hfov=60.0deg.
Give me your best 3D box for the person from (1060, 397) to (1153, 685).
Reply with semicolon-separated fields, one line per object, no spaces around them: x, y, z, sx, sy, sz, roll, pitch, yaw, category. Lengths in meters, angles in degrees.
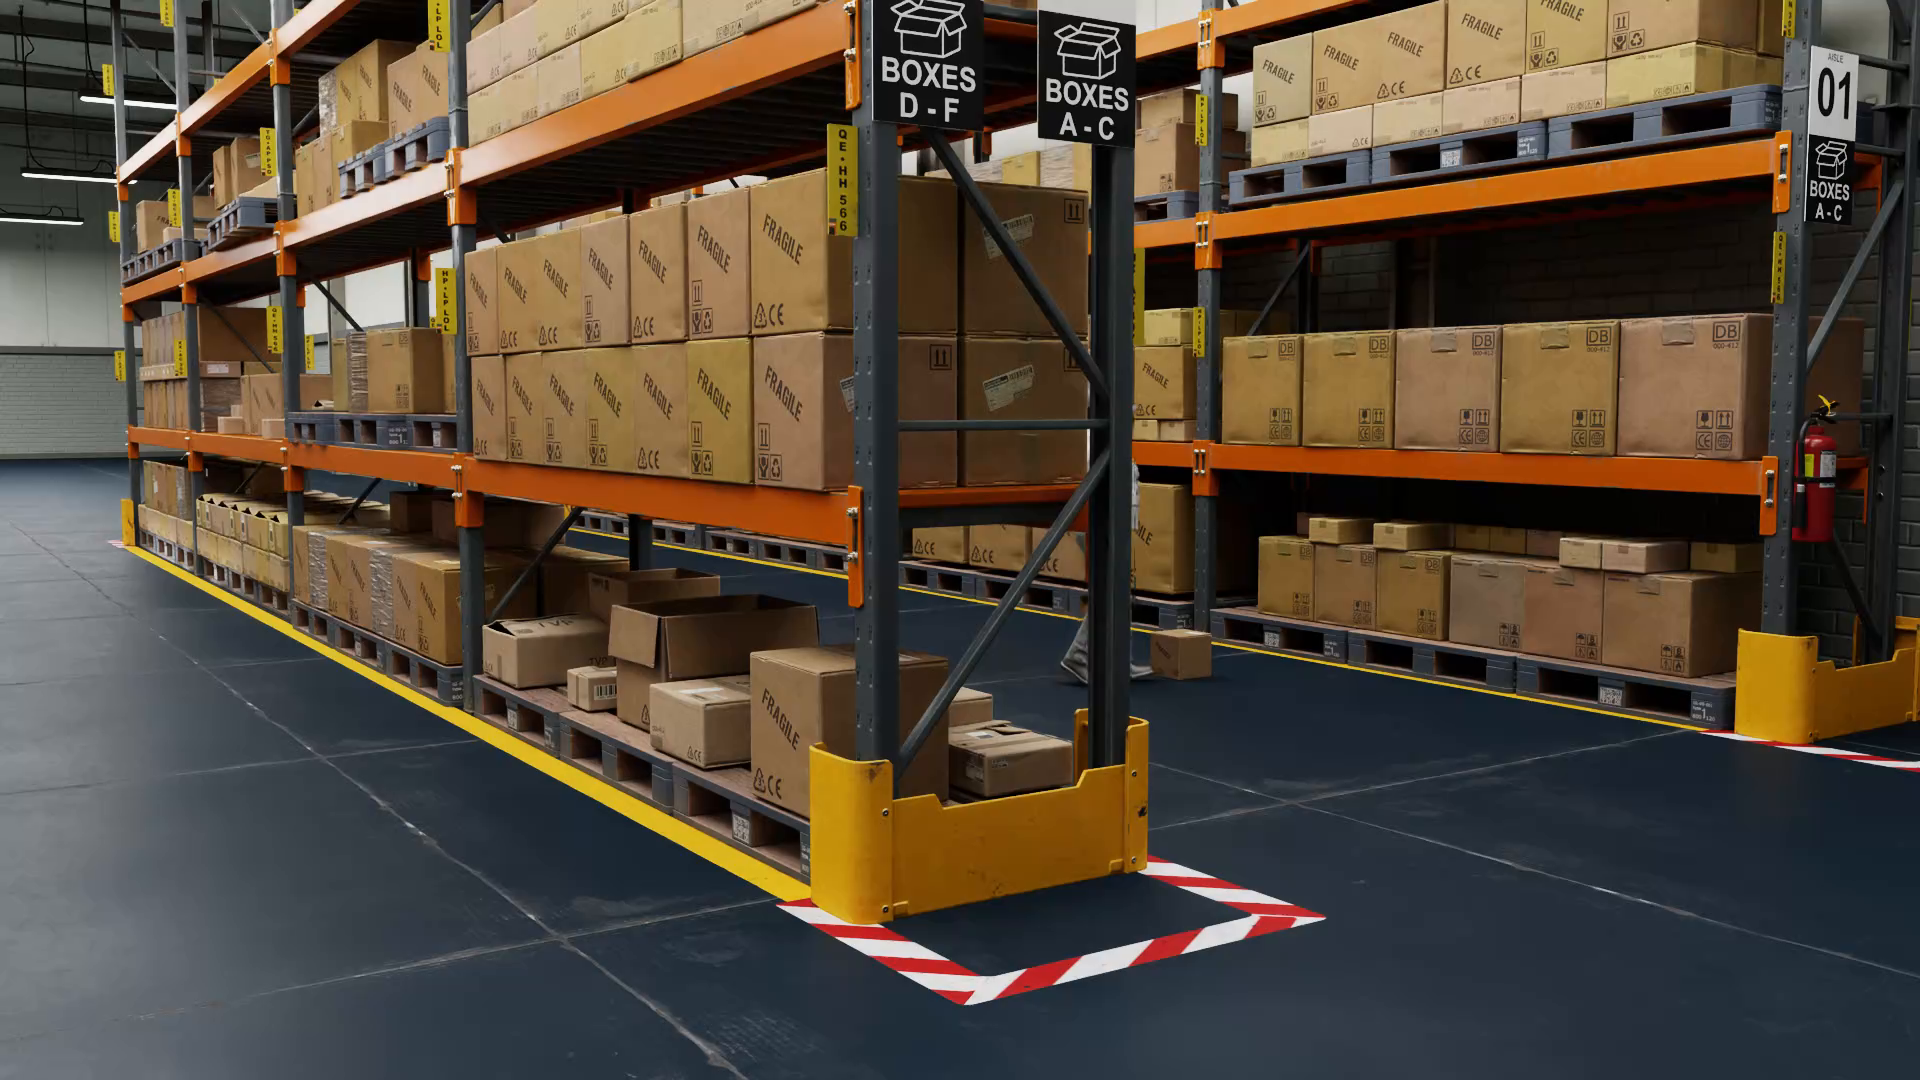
0.830;-0.035;9.360;0.537;1.657;0.499;0;5;0;person
